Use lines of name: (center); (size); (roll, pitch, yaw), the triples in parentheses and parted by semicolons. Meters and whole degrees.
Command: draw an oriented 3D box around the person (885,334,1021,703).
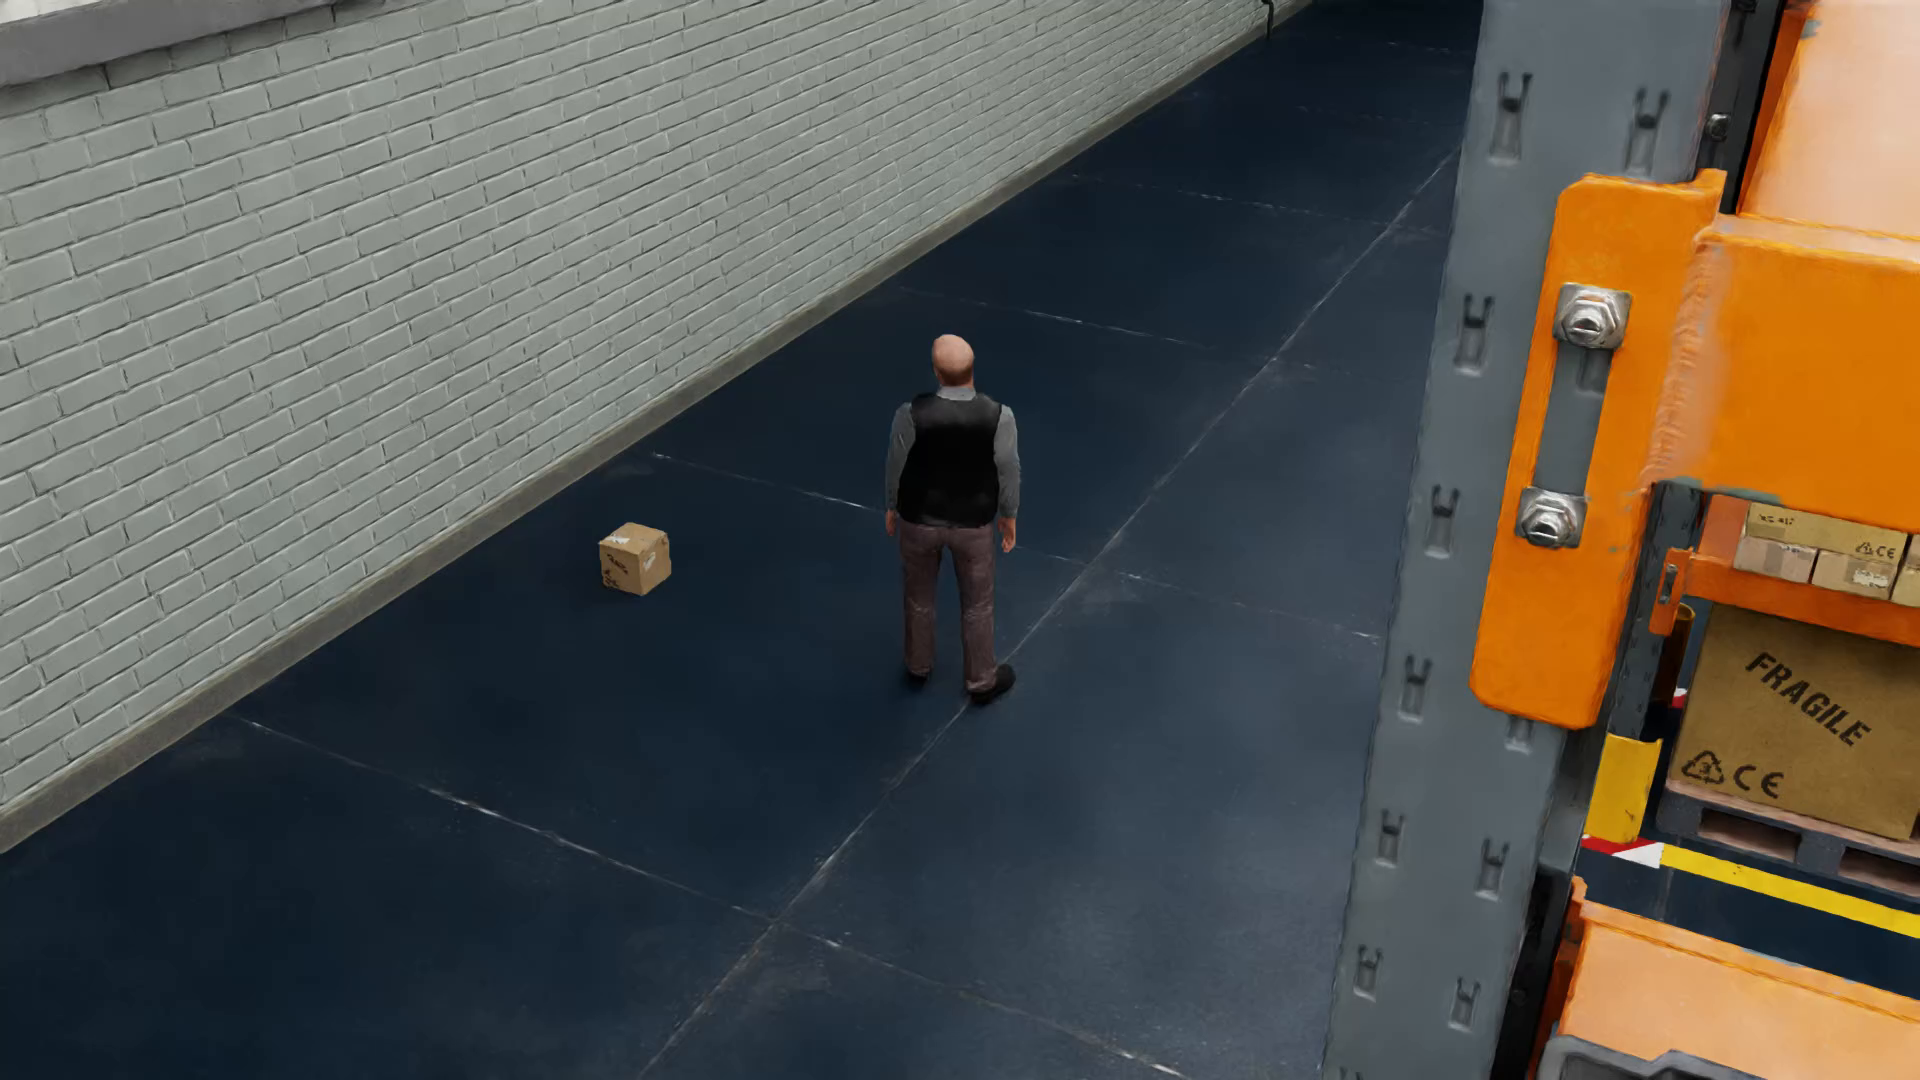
person: (-0.035, -0.107, 7.285); (0.591, 1.731, 0.470); (0, 30, 0)
